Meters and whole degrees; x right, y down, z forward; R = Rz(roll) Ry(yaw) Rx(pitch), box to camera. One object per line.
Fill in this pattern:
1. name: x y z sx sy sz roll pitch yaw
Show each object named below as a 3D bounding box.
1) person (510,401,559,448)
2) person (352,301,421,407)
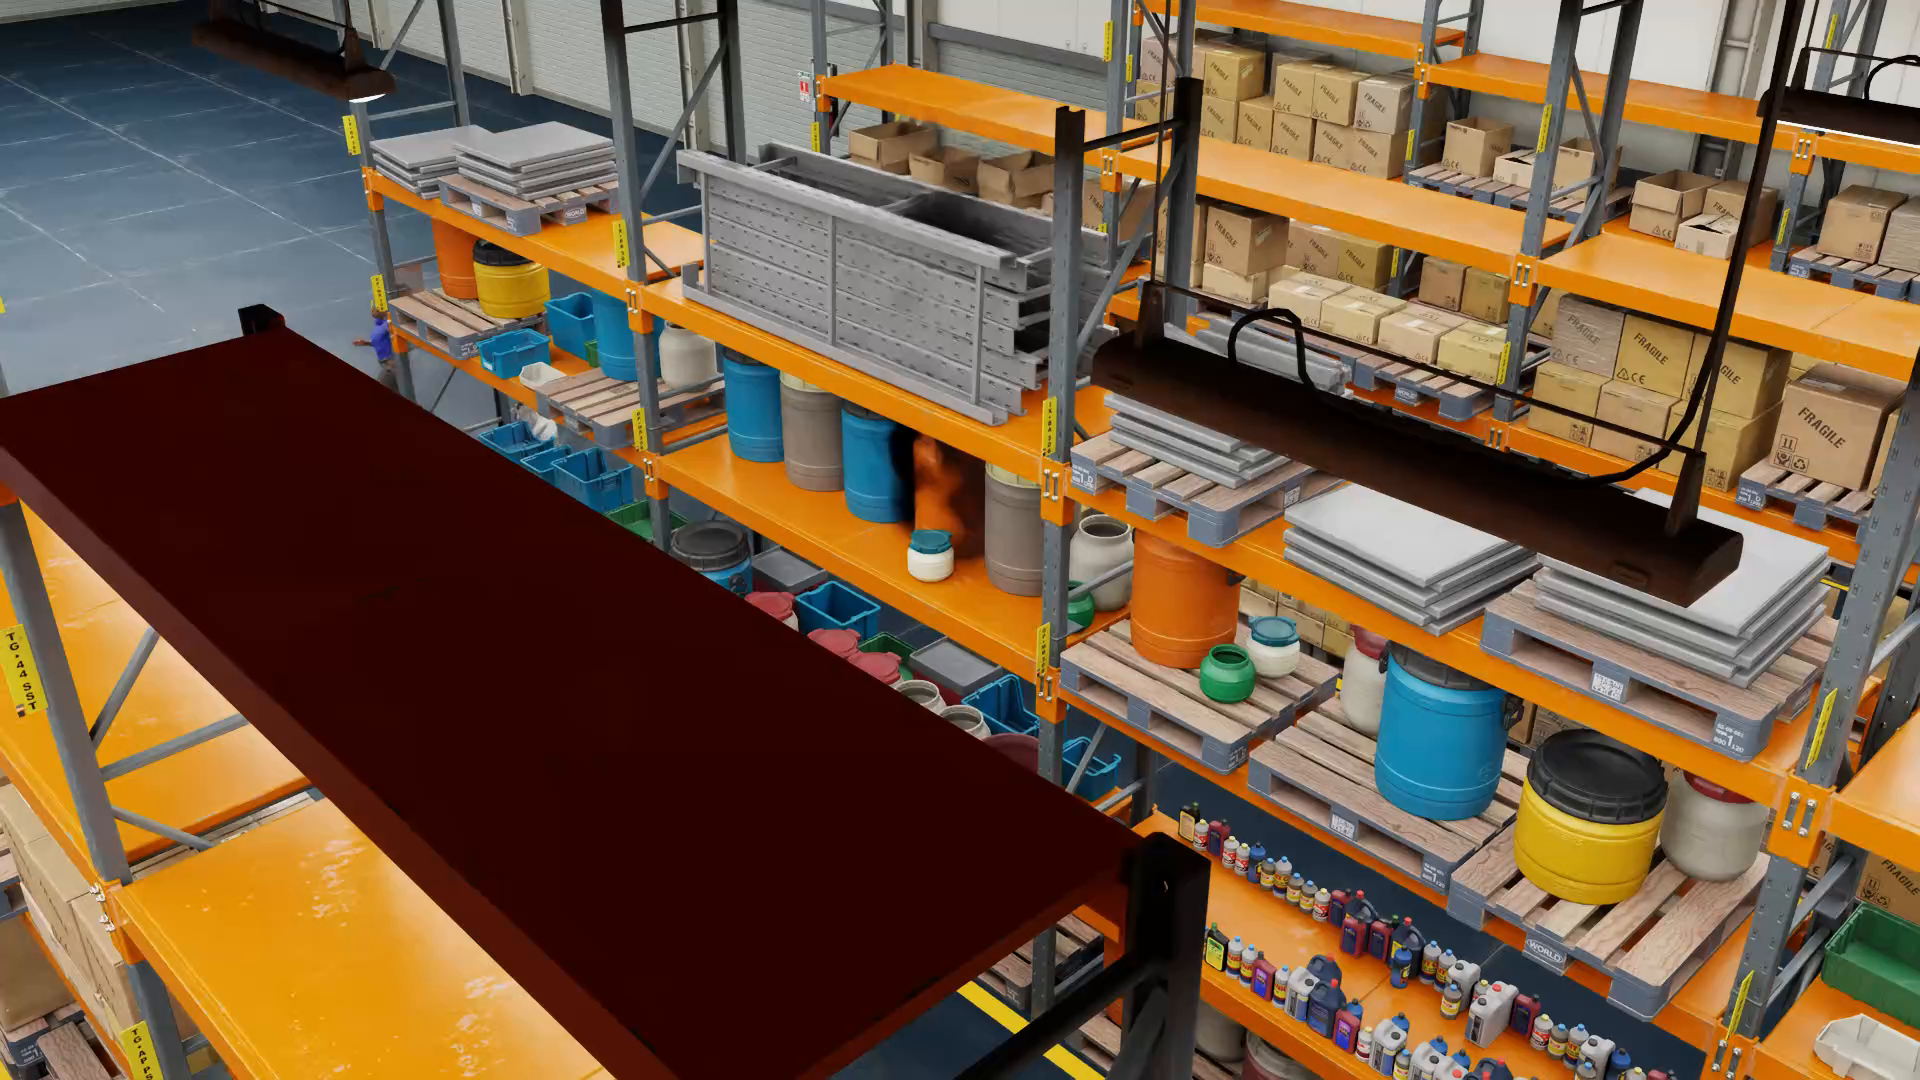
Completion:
1. person: -4.244 -0.998 16.934 0.837 1.728 0.622 5 29 10
2. person: -6.396 -1.890 18.670 0.702 1.696 0.555 -9 29 -16
